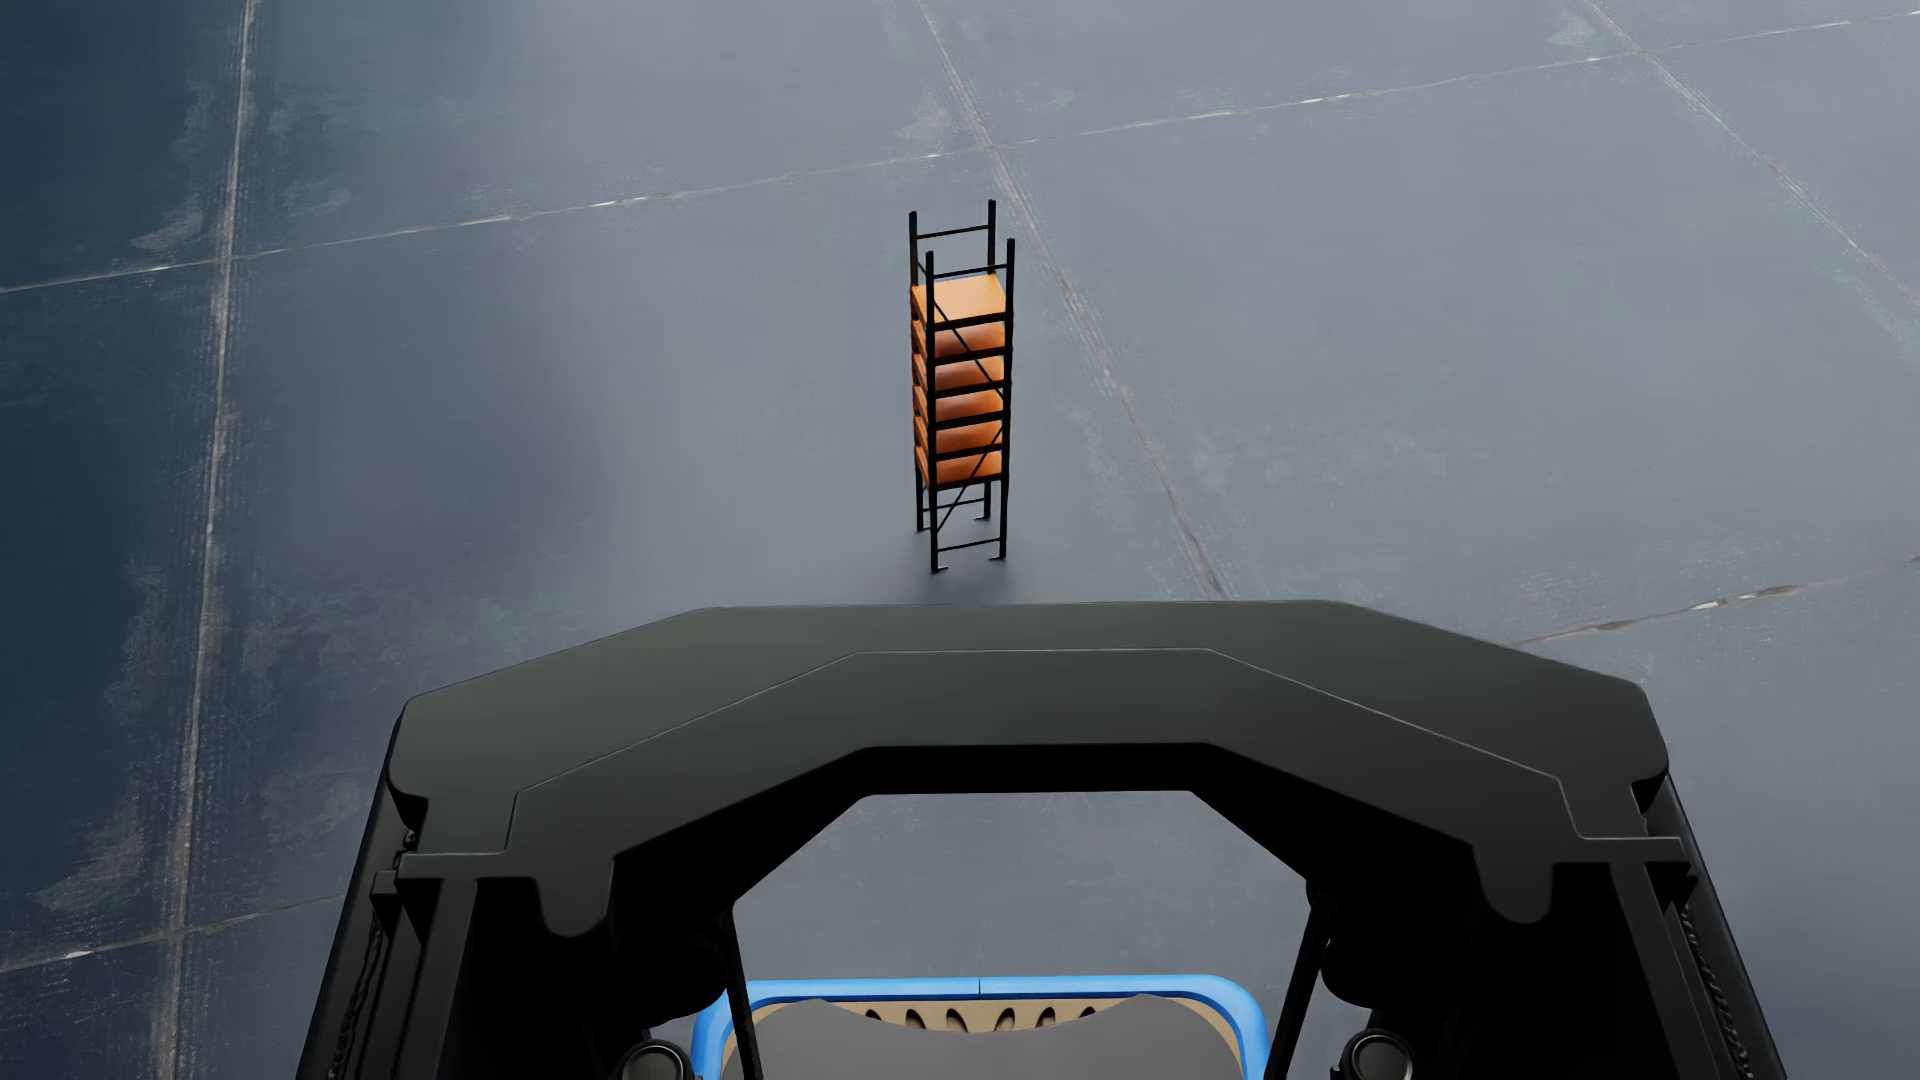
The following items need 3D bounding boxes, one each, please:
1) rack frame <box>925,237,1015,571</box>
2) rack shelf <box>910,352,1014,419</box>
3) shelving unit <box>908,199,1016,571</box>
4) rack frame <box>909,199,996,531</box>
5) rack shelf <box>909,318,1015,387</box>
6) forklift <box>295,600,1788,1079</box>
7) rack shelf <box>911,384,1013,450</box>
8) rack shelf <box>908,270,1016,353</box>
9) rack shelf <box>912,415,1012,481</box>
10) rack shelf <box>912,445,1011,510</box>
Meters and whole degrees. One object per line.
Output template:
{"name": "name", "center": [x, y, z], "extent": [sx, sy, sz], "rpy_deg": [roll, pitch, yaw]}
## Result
{"name": "rack frame", "center": [0.027, -0.347, 4.750], "extent": [0.240, 1.200, 0.006], "rpy_deg": [-11, 47, -10]}
{"name": "rack shelf", "center": [0.004, -0.463, 4.758], "extent": [0.258, 0.103, 0.180], "rpy_deg": [-11, 47, -10]}
{"name": "shelving unit", "center": [0.004, -0.410, 4.812], "extent": [0.258, 1.200, 0.189], "rpy_deg": [-11, 47, -10]}
{"name": "rack frame", "center": [-0.020, -0.473, 4.874], "extent": [0.240, 1.200, 0.006], "rpy_deg": [-11, 47, -10]}
{"name": "rack shelf", "center": [0.004, -0.547, 4.672], "extent": [0.258, 0.103, 0.180], "rpy_deg": [-11, 47, -10]}
{"name": "forklift", "center": [0.057, 1.567, 1.662], "extent": [1.130, 2.935, 3.031], "rpy_deg": [-1, 46, -1]}
{"name": "rack shelf", "center": [0.004, -0.379, 4.843], "extent": [0.258, 0.103, 0.180], "rpy_deg": [-11, 47, -10]}
{"name": "rack shelf", "center": [0.004, -0.631, 4.586], "extent": [0.258, 0.103, 0.180], "rpy_deg": [-11, 47, -10]}
{"name": "rack shelf", "center": [0.004, -0.295, 4.929], "extent": [0.258, 0.103, 0.180], "rpy_deg": [-11, 47, -10]}
{"name": "rack shelf", "center": [0.004, -0.211, 5.015], "extent": [0.258, 0.103, 0.180], "rpy_deg": [-11, 47, -10]}
